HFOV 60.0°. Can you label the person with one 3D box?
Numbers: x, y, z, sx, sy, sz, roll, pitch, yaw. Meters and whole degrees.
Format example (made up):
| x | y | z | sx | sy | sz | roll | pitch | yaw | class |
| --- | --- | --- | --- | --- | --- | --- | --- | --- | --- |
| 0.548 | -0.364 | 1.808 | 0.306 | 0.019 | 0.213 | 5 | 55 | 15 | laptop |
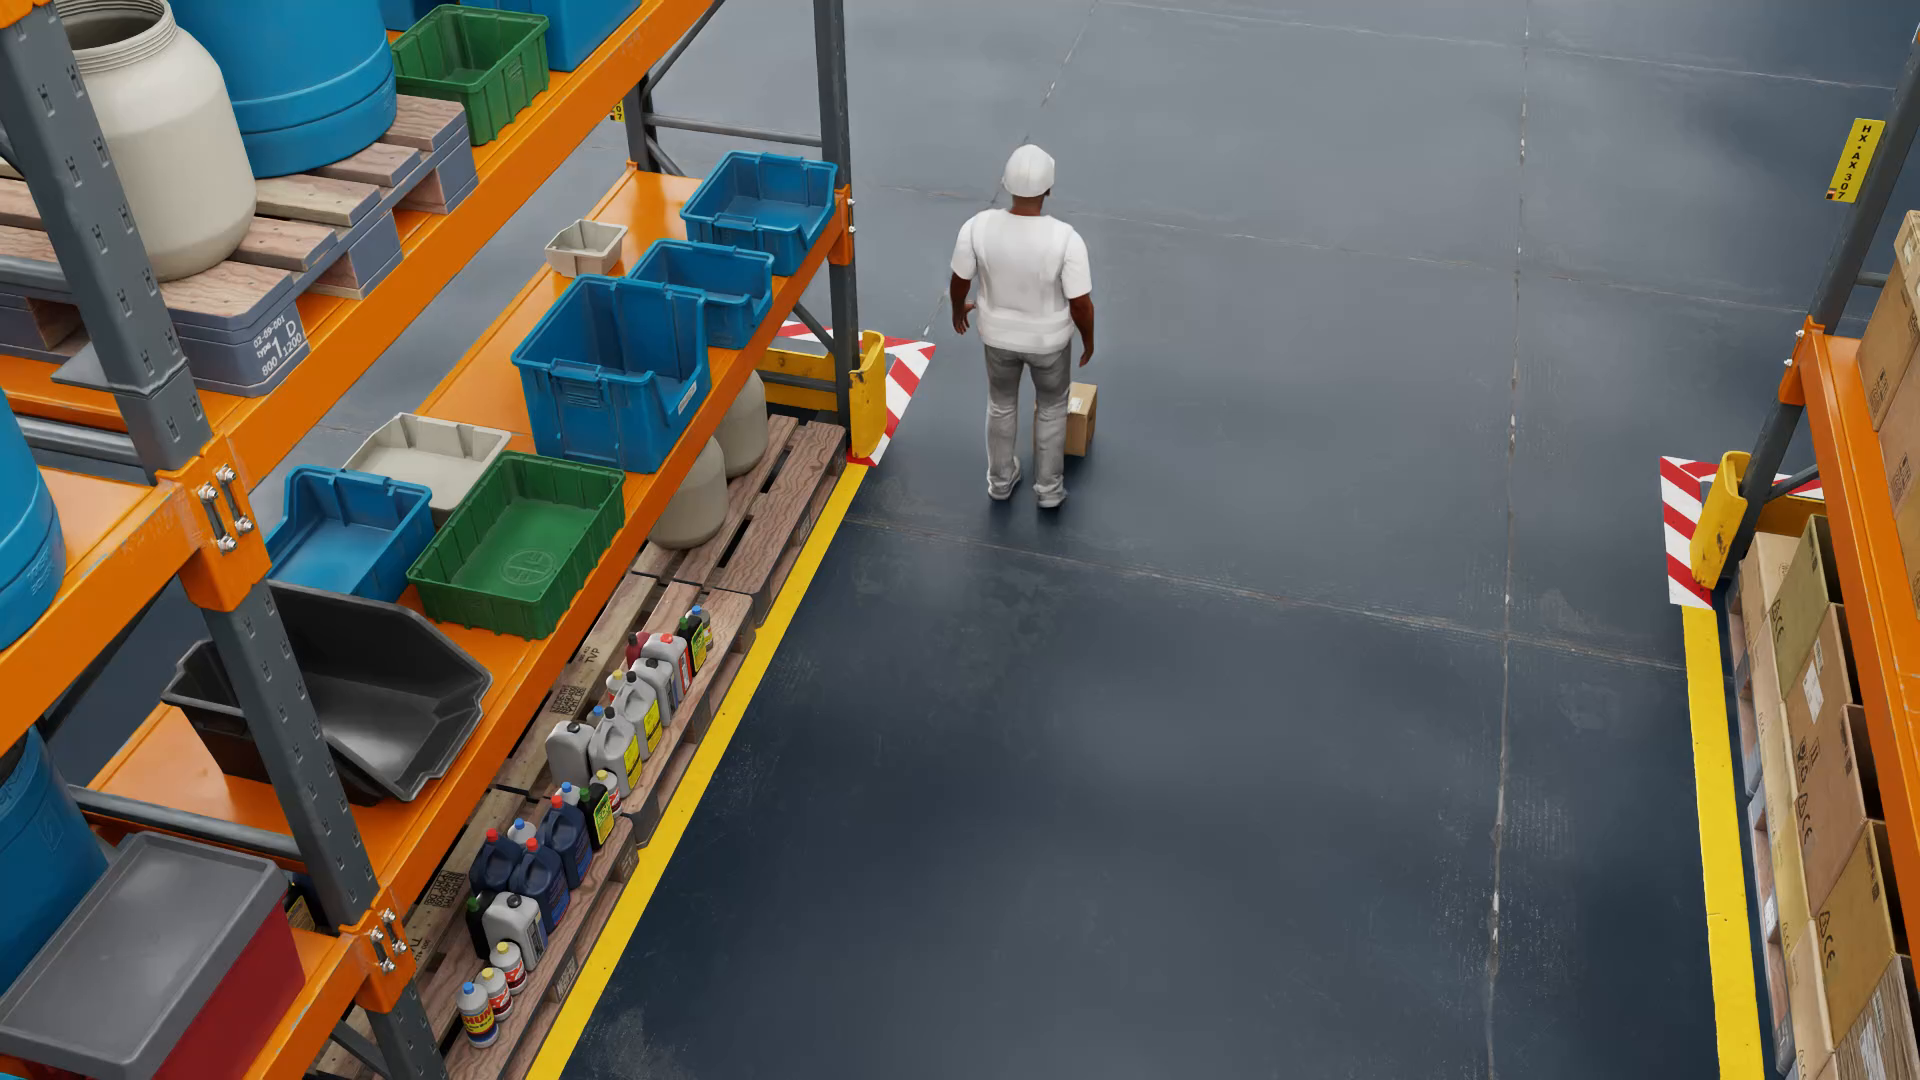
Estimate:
| x | y | z | sx | sy | sz | roll | pitch | yaw | class |
| --- | --- | --- | --- | --- | --- | --- | --- | --- | --- |
| 0.262 | -0.881 | 7.237 | 0.654 | 1.832 | 0.373 | 10 | 42 | 11 | person |
